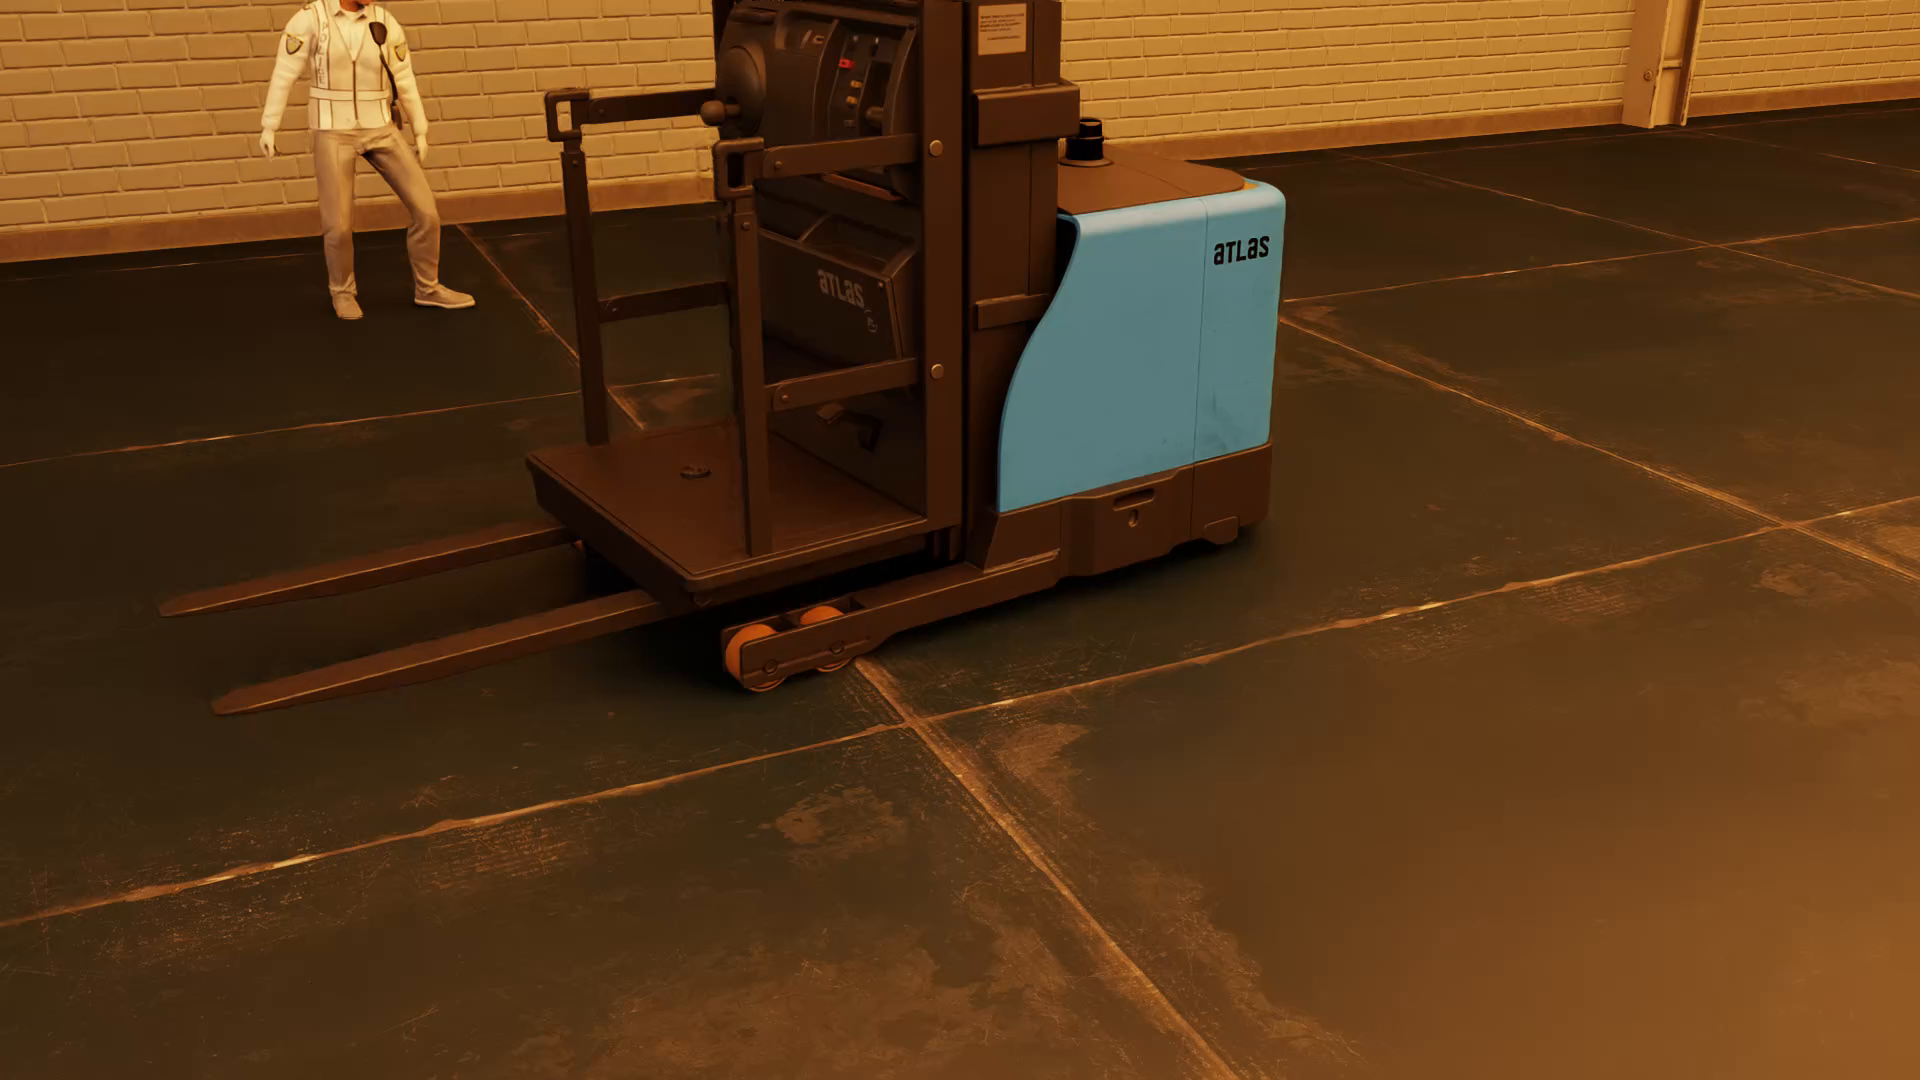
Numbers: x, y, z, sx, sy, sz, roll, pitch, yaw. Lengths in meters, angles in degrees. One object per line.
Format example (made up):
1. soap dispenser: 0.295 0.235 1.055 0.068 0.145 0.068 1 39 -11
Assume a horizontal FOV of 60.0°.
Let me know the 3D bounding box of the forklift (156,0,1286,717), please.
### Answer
1. forklift: -0.556 -1.202 4.179 3.031 2.935 1.130 -15 27 -32

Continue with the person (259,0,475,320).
1. person: -2.645 -1.770 7.312 0.810 1.642 0.423 -11 25 -25
